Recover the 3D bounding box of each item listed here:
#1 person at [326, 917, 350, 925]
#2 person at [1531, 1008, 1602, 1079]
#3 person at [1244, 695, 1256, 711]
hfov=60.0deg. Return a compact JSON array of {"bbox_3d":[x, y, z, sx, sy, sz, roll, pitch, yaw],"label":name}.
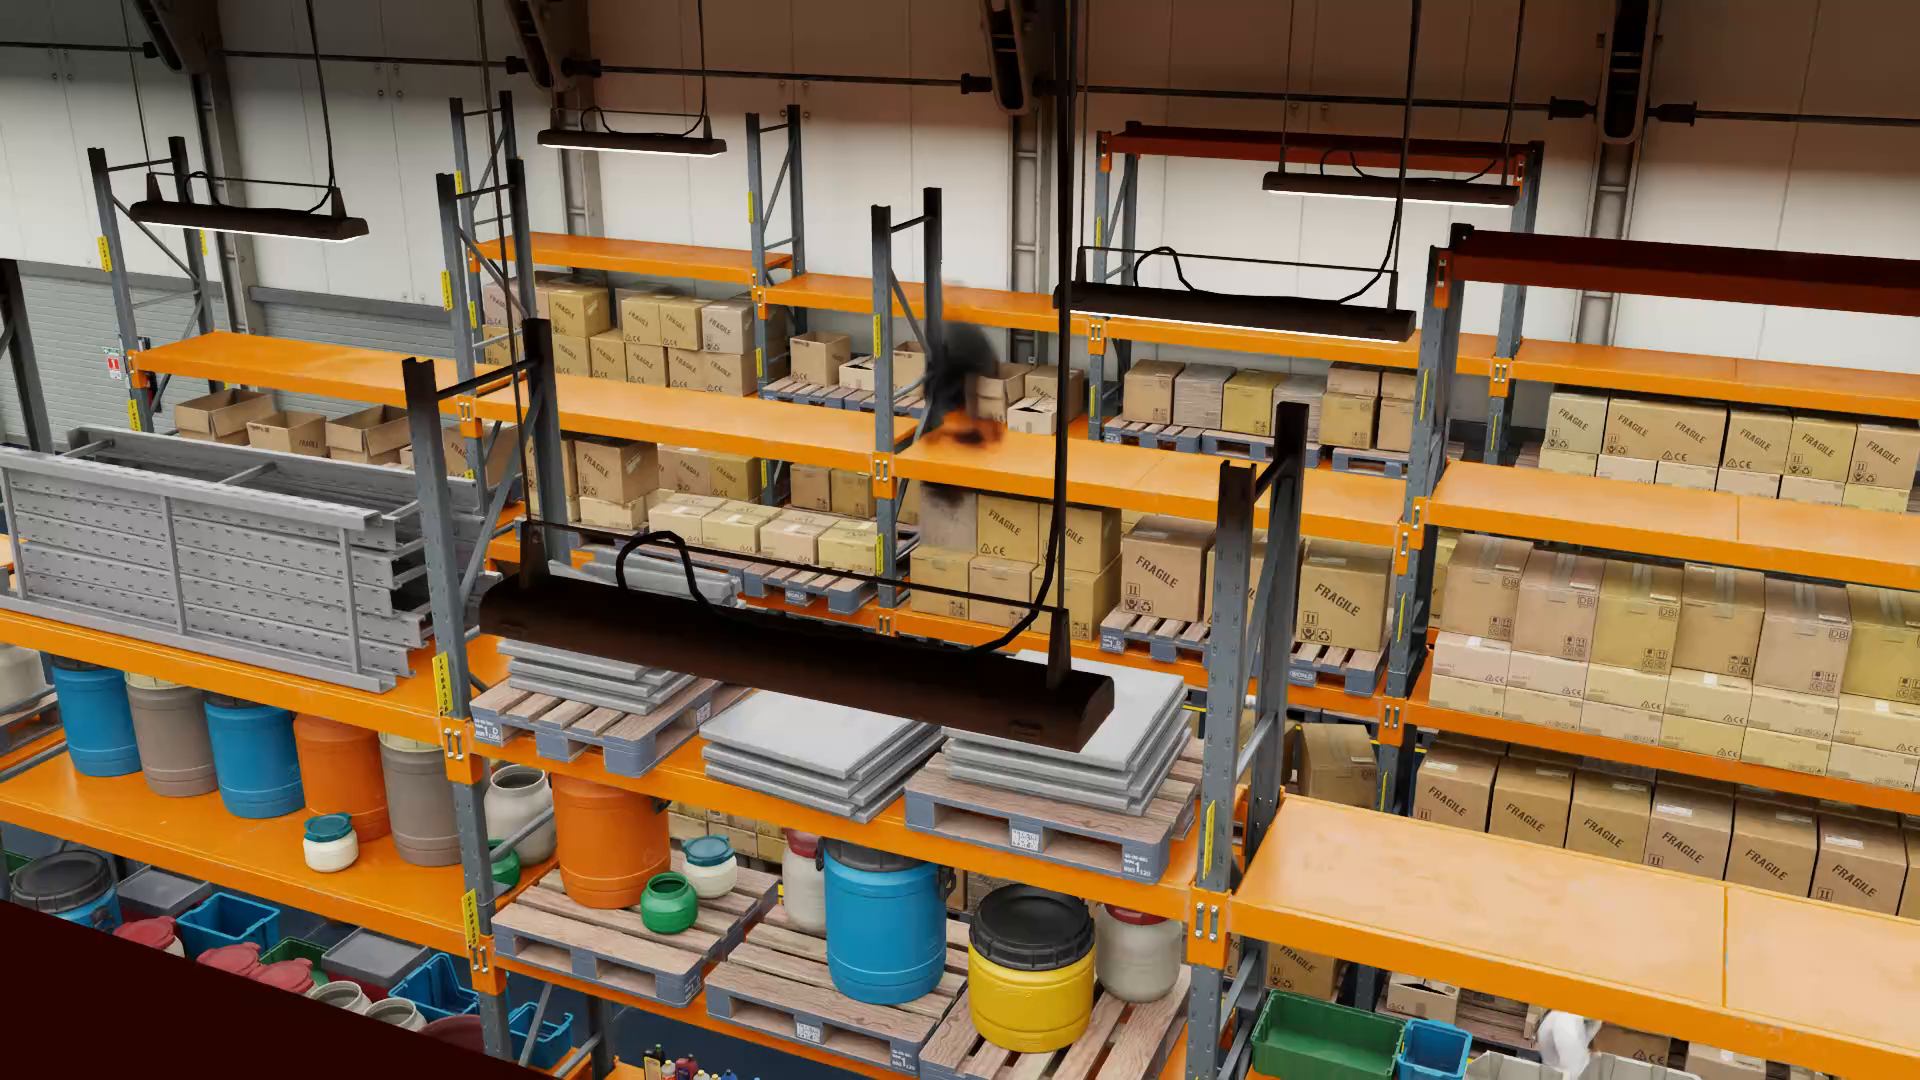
[{"bbox_3d":[-5.312,2.451,13.774,0.744,1.707,0.652,0,21,0],"label":"person"},{"bbox_3d":[3.952,3.582,10.684,1.169,1.777,0.712,6,21,15],"label":"person"},{"bbox_3d":[2.680,1.901,15.304,0.936,1.703,0.627,4,21,12],"label":"person"}]
